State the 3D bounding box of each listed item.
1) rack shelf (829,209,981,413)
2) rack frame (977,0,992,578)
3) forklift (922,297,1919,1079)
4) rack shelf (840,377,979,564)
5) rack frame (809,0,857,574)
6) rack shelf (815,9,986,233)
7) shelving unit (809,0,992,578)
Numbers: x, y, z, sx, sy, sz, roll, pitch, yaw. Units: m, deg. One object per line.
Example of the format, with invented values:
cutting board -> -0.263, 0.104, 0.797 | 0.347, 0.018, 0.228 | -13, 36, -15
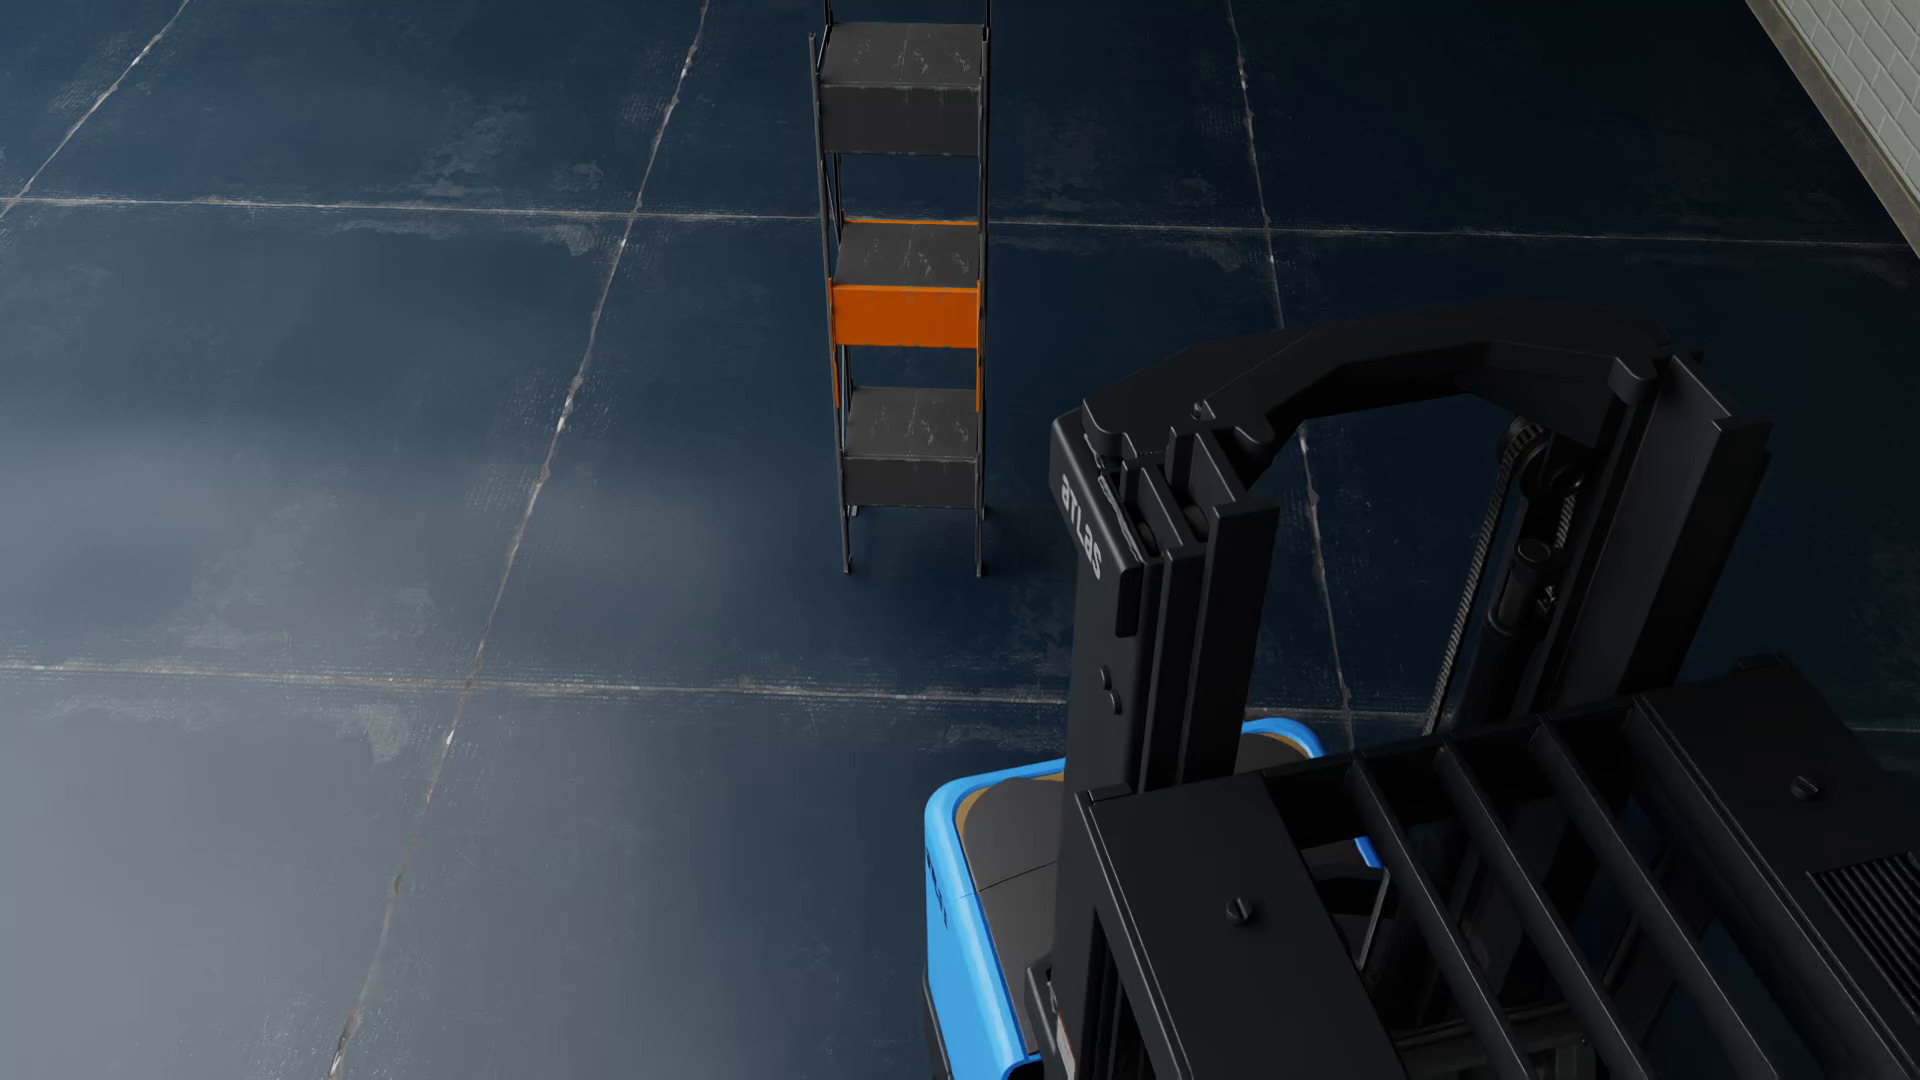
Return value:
rack shelf -> -0.165, -0.763, 5.549 | 0.480, 0.518, 0.431 | 2, 43, 2
rack frame -> 0.078, -0.766, 5.532 | 0.015, 2.100, 0.400 | 2, 43, 2
forklift -> 0.752, 1.203, 2.808 | 1.130, 2.935, 3.031 | -10, 44, -10
rack shelf -> -0.165, -0.251, 6.026 | 0.480, 0.518, 0.431 | 2, 43, 2
rack frame -> -0.409, -0.781, 5.548 | 0.015, 2.100, 0.400 | 2, 43, 2
rack shelf -> -0.165, -1.276, 5.072 | 0.480, 0.518, 0.431 | 2, 43, 2
shelving unit -> -0.165, -0.773, 5.540 | 0.503, 2.100, 0.431 | 2, 43, 2
